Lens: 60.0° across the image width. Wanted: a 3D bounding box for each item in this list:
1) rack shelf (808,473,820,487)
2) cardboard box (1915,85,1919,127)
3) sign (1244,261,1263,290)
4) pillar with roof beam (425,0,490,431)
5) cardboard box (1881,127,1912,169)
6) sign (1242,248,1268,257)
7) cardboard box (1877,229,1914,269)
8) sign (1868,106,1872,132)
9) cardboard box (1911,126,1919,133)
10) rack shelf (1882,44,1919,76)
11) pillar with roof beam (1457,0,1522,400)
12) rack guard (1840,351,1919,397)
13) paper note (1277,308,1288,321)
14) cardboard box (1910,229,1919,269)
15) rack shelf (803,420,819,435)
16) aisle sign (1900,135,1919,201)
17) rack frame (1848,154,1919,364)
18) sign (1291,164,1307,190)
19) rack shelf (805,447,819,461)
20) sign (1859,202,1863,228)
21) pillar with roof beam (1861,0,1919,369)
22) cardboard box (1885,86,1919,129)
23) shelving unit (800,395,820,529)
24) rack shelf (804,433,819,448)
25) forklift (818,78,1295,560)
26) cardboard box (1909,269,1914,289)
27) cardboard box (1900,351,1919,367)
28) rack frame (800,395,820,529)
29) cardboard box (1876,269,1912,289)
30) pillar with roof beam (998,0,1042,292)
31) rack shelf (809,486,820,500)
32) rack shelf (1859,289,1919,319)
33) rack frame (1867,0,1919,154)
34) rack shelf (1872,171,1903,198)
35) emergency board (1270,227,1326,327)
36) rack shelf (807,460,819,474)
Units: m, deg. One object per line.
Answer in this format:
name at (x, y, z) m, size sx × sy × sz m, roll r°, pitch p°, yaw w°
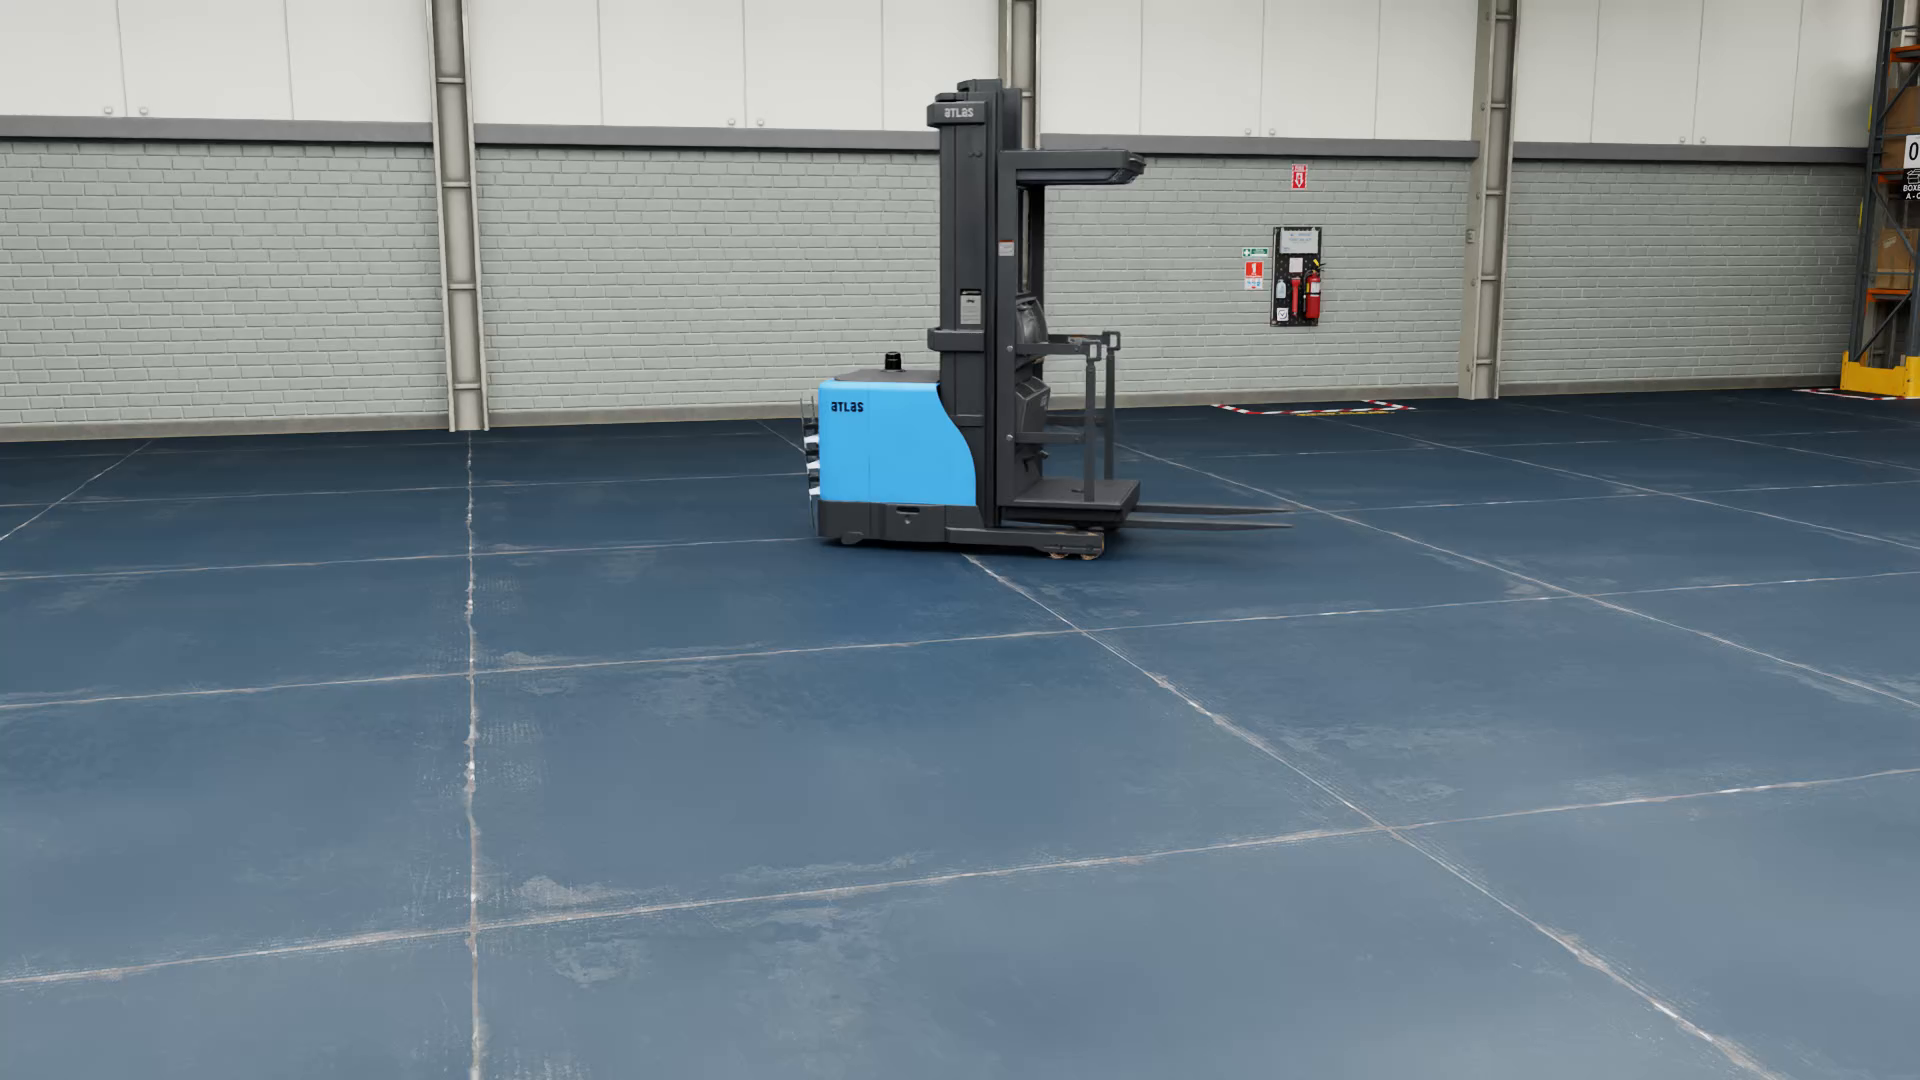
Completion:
rack shelf at (-0.912, -0.424, 11.502) m, size 0.200 × 0.077 × 0.258 m, roll -2°, pitch 9°, yaw 16°
cardboard box at (12.183, -5.357, 20.482) m, size 0.500 × 0.500 × 0.500 m, roll -4°, pitch 11°, yaw -20°
sign at (3.471, -3.125, 19.637) m, size 0.234 × 0.329 × 0.001 m, roll -3°, pitch 11°, yaw -16°
pillar with roof beam at (-3.904, -4.831, 12.432) m, size 0.400 × 9.000 × 9.100 m, roll -3°, pitch 11°, yaw -16°
cardboard box at (12.075, -4.953, 21.050) m, size 0.500 × 0.500 × 0.500 m, roll -2°, pitch 11°, yaw -12°
sign at (3.478, -3.384, 19.582) m, size 0.331 × 0.109 × 0.001 m, roll -3°, pitch 11°, yaw -16°
cardboard box at (12.138, -3.719, 21.253) m, size 0.500 × 0.500 × 0.500 m, roll -3°, pitch 11°, yaw -17°
sign at (11.609, -5.362, 21.156) m, size 0.005 × 0.325 × 0.100 m, roll -3°, pitch 11°, yaw -16°
cardboard box at (12.136, -4.861, 20.552) m, size 0.500 × 0.500 × 0.500 m, roll -3°, pitch 11°, yaw -14°
rack shelf at (13.665, -6.050, 21.051) m, size 4.000 × 0.370 × 1.077 m, roll -3°, pitch 11°, yaw -16°
pillar with roof beam at (7.618, -5.438, 15.730) m, size 0.400 × 9.000 × 9.100 m, roll -3°, pitch 11°, yaw -16°
rack guard at (11.818, -2.128, 21.226) m, size 0.348 × 0.500 × 1.175 m, roll -3°, pitch 11°, yaw -16°
paper note at (3.842, -2.687, 19.792) m, size 0.142 × 0.148 × 0.016 m, roll -3°, pitch 11°, yaw -16°
cardboard box at (12.287, -3.630, 20.770) m, size 0.500 × 0.500 × 0.500 m, roll -3°, pitch 11°, yaw -16°
rack shelf at (-0.941, -0.778, 11.445) m, size 0.200 × 0.077 × 0.258 m, roll -2°, pitch 9°, yaw 16°
aisle sign at (11.760, -4.576, 20.440) m, size 0.004 × 0.787 × 0.394 m, roll -3°, pitch 11°, yaw -16°
rack frame at (11.745, -3.354, 20.979) m, size 0.127 × 3.000 × 1.000 m, roll -3°, pitch 11°, yaw -16°
sign at (3.996, -4.274, 19.577) m, size 0.199 × 0.298 × 0.001 m, roll -3°, pitch 11°, yaw -16°
rack shelf at (-0.927, -0.601, 11.473) m, size 0.200 × 0.077 × 0.258 m, roll -2°, pitch 9°, yaw 16°
sign at (11.609, -4.176, 21.375) m, size 0.005 × 0.325 × 0.100 m, roll -3°, pitch 11°, yaw -16°
pillar with roof beam at (13.379, -5.742, 17.380) m, size 0.400 × 9.000 × 9.100 m, roll -3°, pitch 11°, yaw -16°
cardboard box at (12.086, -5.447, 20.971) m, size 0.500 × 0.500 × 0.500 m, roll -3°, pitch 11°, yaw -13°
shelving unit at (-0.922, -0.546, 11.482) m, size 0.210 × 0.900 × 0.258 m, roll -2°, pitch 9°, yaw 16°
rack shelf at (-0.934, -0.690, 11.459) m, size 0.200 × 0.077 × 0.258 m, roll -2°, pitch 9°, yaw 16°
forklift at (0.648, -1.424, 10.689) m, size 3.031 × 2.935 × 1.130 m, roll 2°, pitch 11°, yaw 12°
cardboard box at (12.302, -3.259, 20.825) m, size 0.500 × 0.250 × 0.500 m, roll -3°, pitch 11°, yaw -18°
cardboard box at (12.435, -2.267, 21.287) m, size 0.500 × 0.311 × 0.500 m, roll -4°, pitch 11°, yaw -22°
rack frame at (-1.020, -0.542, 11.510) m, size 0.006 × 0.900 × 0.240 m, roll -2°, pitch 9°, yaw 16°
cardboard box at (12.140, -3.347, 21.302) m, size 0.500 × 0.250 × 0.500 m, roll -3°, pitch 11°, yaw -15°
pillar with roof beam at (1.857, -5.134, 14.081) m, size 0.400 × 9.000 × 9.100 m, roll -3°, pitch 11°, yaw -16°
rack shelf at (-0.904, -0.336, 11.516) m, size 0.200 × 0.077 × 0.258 m, roll -2°, pitch 9°, yaw 16°
rack shelf at (13.665, -3.101, 21.594) m, size 4.000 × 0.370 × 1.077 m, roll -3°, pitch 11°, yaw -16°
rack frame at (11.745, -6.304, 20.435) m, size 0.127 × 3.000 × 1.000 m, roll -3°, pitch 11°, yaw -16°
rack shelf at (13.665, -4.576, 21.322) m, size 4.000 × 0.370 × 1.077 m, roll -3°, pitch 11°, yaw -16°
emergency board at (4.031, -3.117, 19.695) m, size 0.643 × 1.169 × 0.194 m, roll -3°, pitch 11°, yaw -16°
rack shelf at (-0.919, -0.513, 11.488) m, size 0.200 × 0.077 × 0.258 m, roll -2°, pitch 9°, yaw 16°
